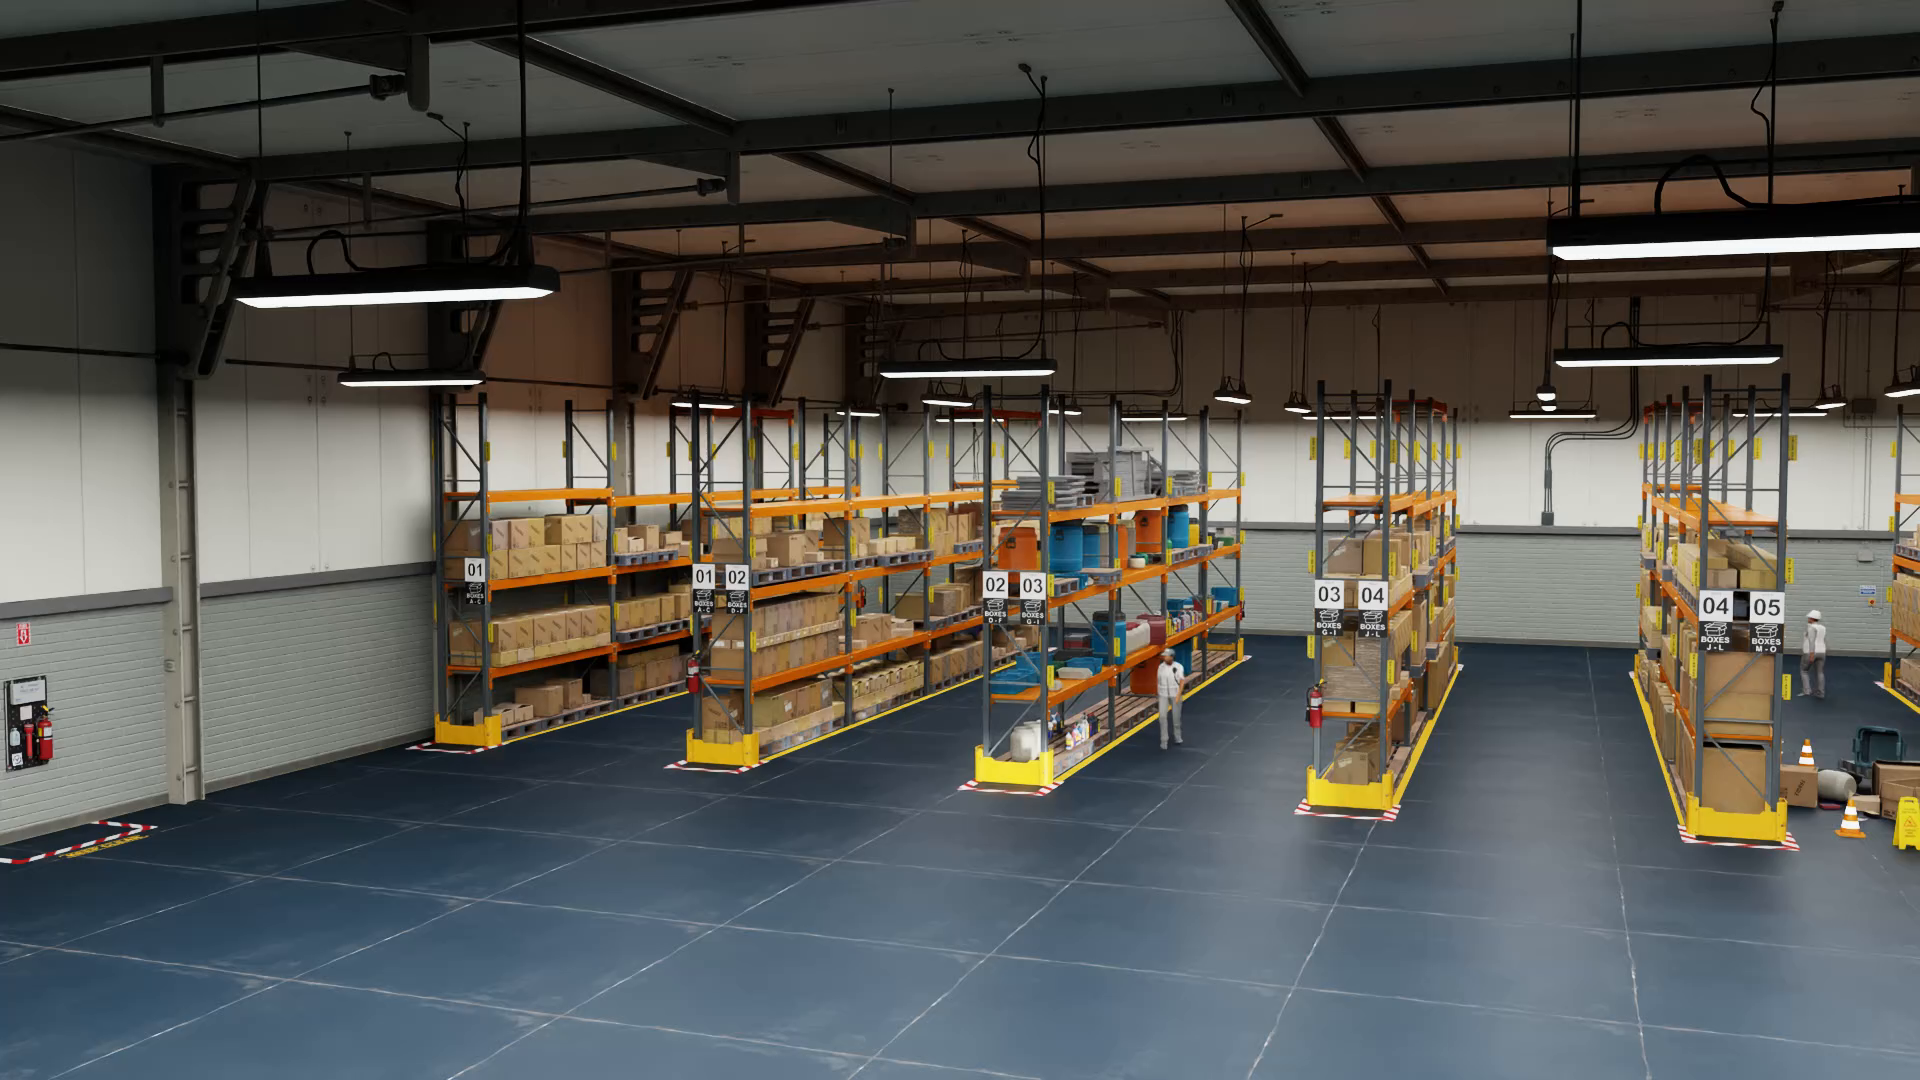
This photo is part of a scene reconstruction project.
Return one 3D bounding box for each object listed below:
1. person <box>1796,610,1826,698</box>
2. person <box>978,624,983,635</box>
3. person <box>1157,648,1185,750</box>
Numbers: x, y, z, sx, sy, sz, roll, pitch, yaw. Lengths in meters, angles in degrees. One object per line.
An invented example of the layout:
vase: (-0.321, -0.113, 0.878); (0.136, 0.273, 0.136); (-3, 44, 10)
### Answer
person: (17.394, 2.340, 33.767); (0.520, 1.809, 0.576); (0, 3, -5)
person: (0.641, 1.869, 43.393); (0.414, 1.665, 0.506); (1, 3, 18)
person: (3.565, 2.679, 28.252); (0.498, 1.671, 0.790); (1, 3, 17)
